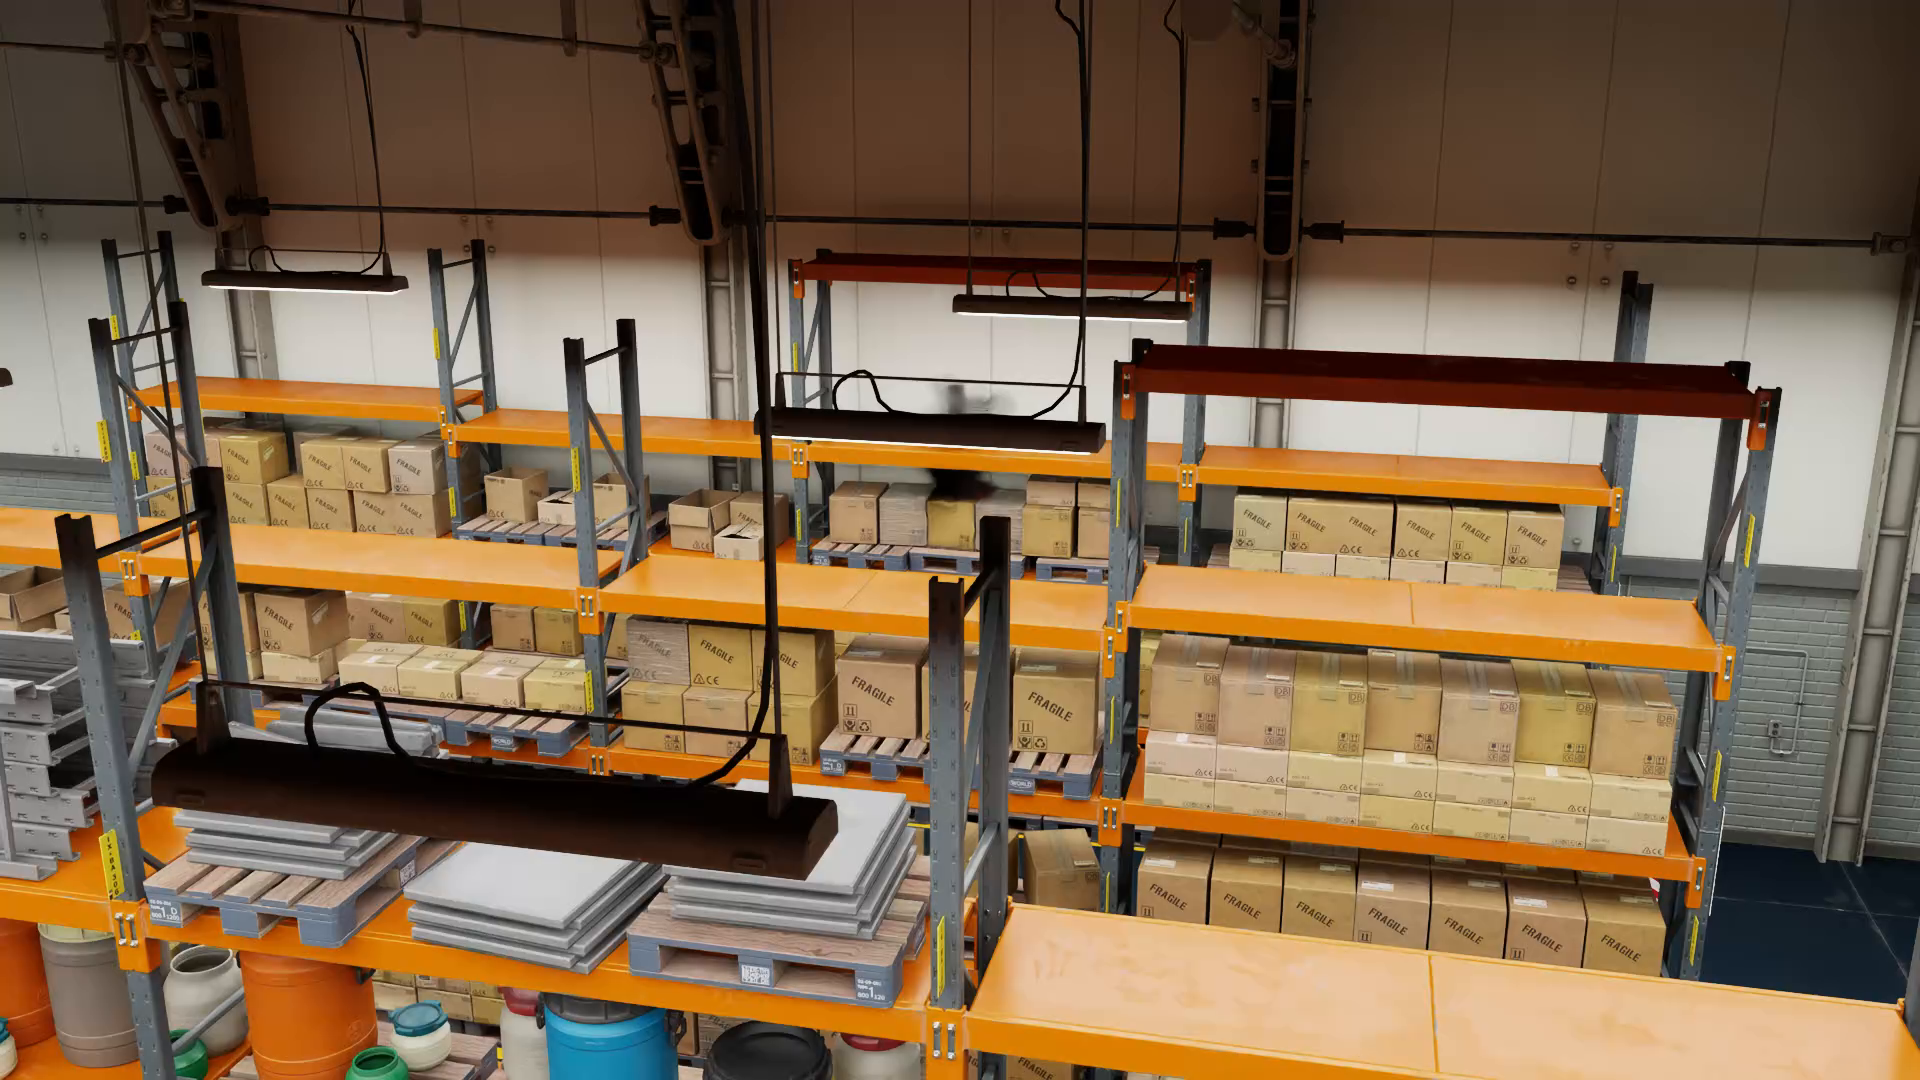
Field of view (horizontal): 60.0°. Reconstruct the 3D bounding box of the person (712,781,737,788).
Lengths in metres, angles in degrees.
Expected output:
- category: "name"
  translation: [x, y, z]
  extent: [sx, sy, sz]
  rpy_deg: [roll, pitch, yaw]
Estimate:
- category: "person"
  translation: [-2.122, 2.876, 15.518]
  extent: [0.831, 1.721, 0.566]
  rpy_deg: [2, 16, 7]
